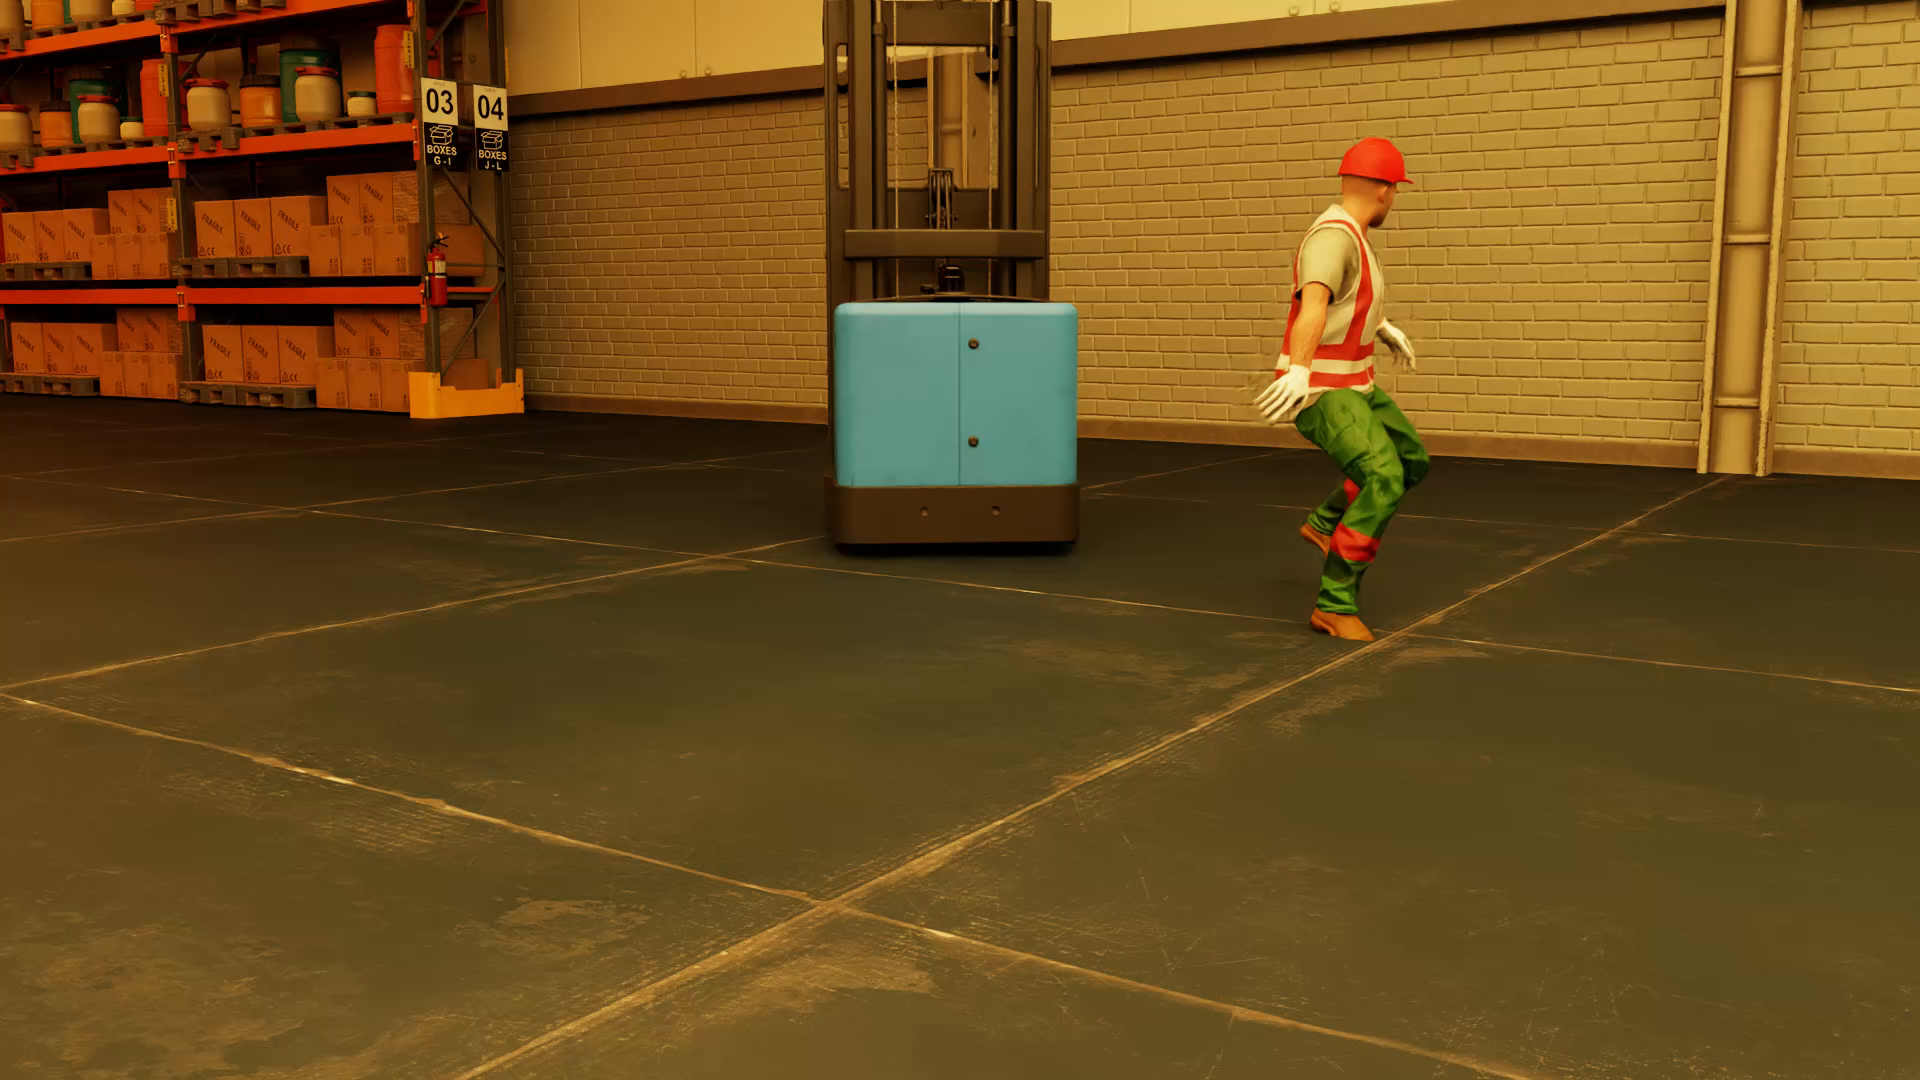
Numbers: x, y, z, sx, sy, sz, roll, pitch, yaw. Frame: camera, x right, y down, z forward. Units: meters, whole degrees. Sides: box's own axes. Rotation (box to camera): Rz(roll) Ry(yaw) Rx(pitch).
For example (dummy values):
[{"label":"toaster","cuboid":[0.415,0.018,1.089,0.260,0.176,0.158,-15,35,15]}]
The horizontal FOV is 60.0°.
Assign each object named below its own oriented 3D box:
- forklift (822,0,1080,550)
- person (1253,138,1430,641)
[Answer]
[{"label":"forklift","cuboid":[-0.129,-1.580,8.307,1.130,2.935,3.031,-1,8,-5]},{"label":"person","cuboid":[1.294,-0.506,5.617,0.510,1.664,1.189,4,9,25]}]
